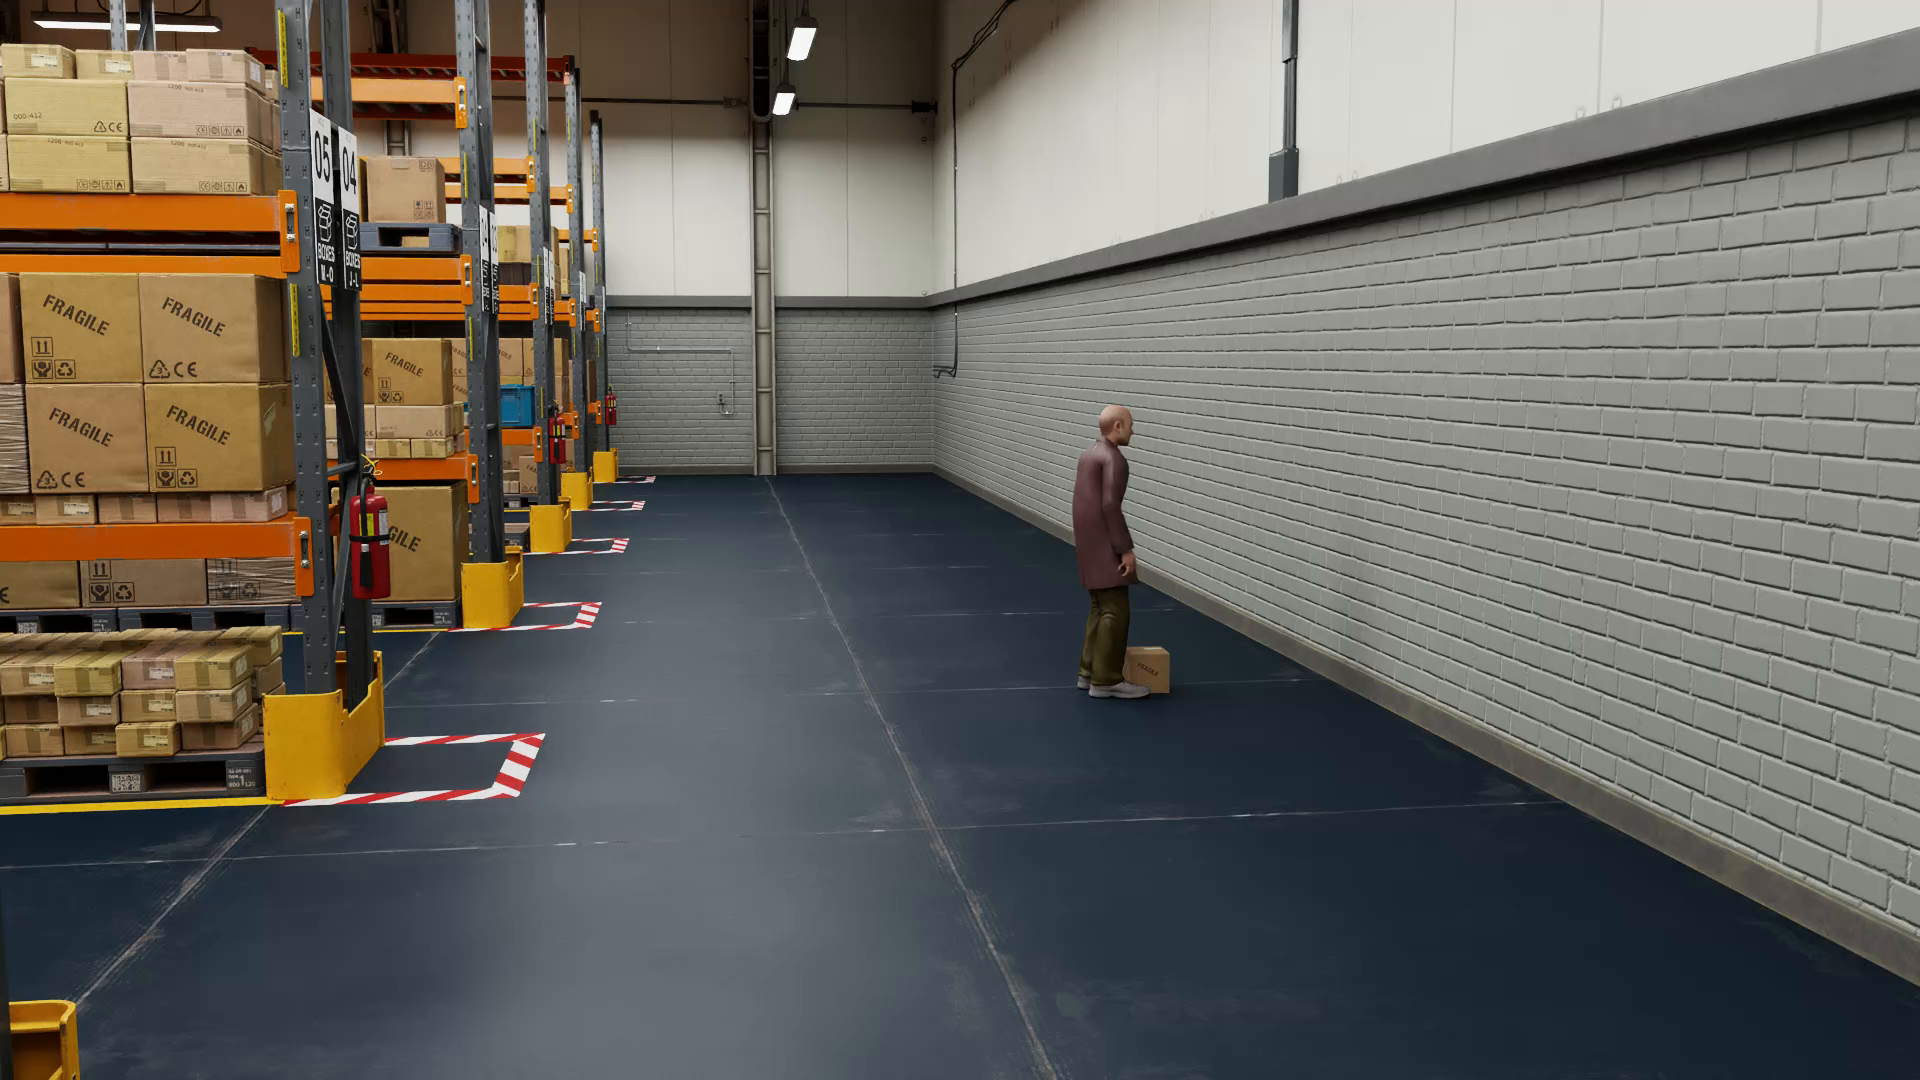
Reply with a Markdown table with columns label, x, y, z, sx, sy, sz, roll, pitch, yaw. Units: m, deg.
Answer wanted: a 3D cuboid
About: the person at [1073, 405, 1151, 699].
| label | x | y | z | sx | sy | sz | roll | pitch | yaw |
| --- | --- | --- | --- | --- | --- | --- | --- | --- | --- |
| person | 0.911 | 0.057 | 10.262 | 0.417 | 1.774 | 0.656 | -1 | 6 | -11 |
